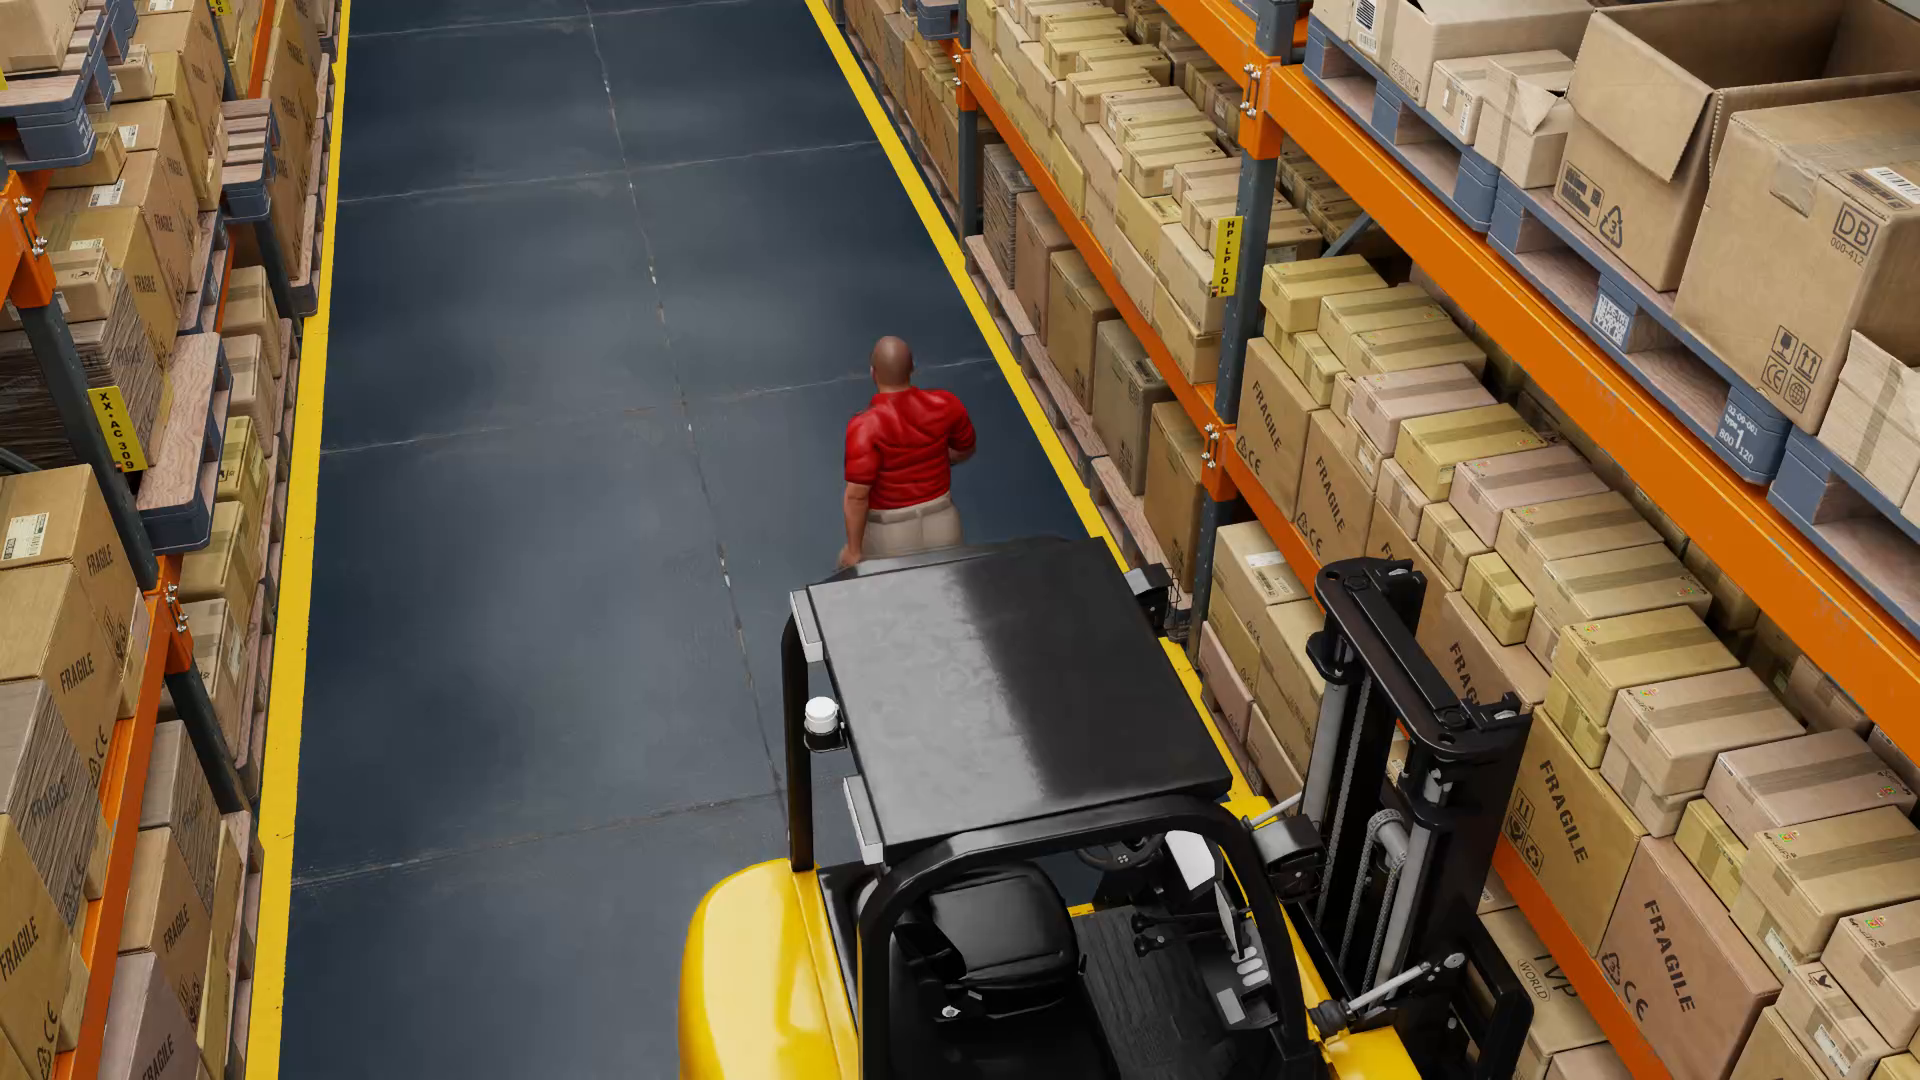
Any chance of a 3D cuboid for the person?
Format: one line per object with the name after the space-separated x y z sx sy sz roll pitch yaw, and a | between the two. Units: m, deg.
-0.204 -0.025 6.778 0.680 1.660 0.861 -14 40 -18 | person
